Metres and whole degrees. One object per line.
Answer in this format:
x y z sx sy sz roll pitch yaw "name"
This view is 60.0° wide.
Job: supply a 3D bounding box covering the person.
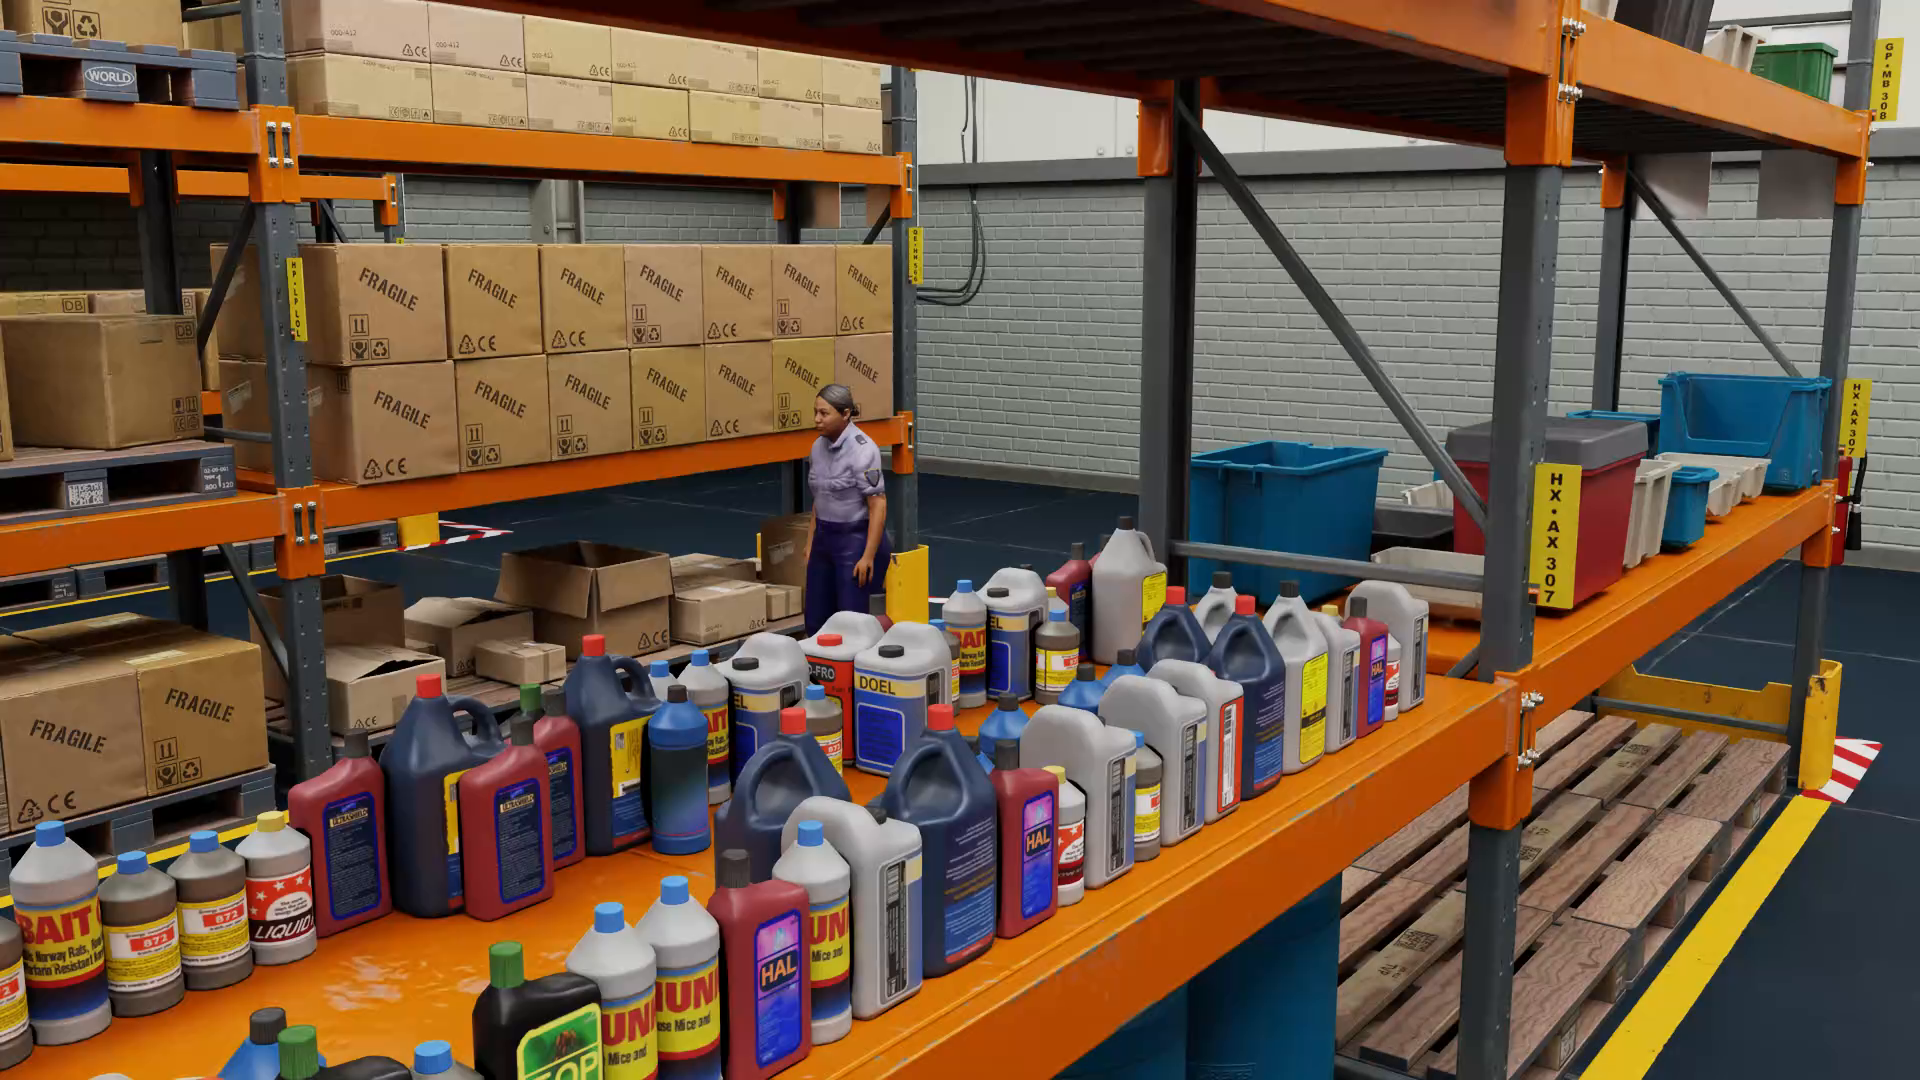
-0.563 0.065 8.048 0.371 1.652 0.538 -8 13 -40 "person"
